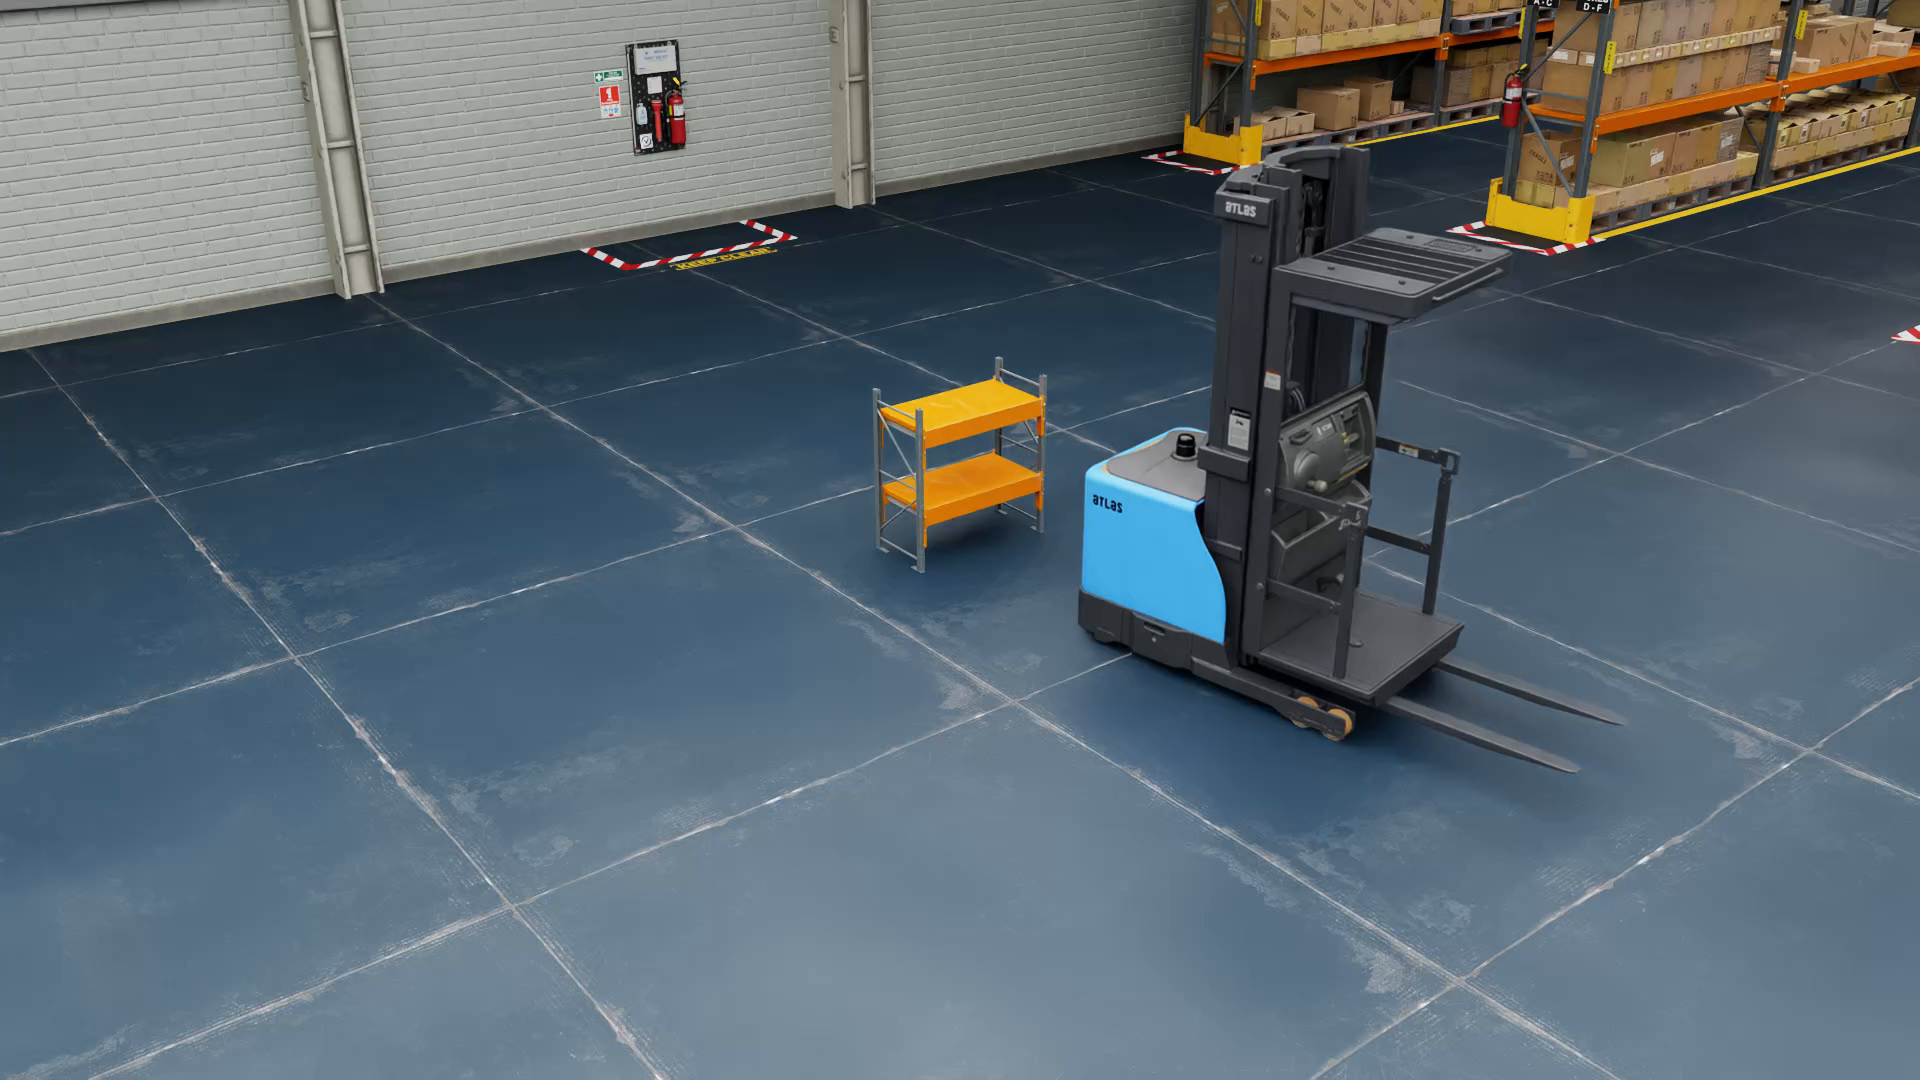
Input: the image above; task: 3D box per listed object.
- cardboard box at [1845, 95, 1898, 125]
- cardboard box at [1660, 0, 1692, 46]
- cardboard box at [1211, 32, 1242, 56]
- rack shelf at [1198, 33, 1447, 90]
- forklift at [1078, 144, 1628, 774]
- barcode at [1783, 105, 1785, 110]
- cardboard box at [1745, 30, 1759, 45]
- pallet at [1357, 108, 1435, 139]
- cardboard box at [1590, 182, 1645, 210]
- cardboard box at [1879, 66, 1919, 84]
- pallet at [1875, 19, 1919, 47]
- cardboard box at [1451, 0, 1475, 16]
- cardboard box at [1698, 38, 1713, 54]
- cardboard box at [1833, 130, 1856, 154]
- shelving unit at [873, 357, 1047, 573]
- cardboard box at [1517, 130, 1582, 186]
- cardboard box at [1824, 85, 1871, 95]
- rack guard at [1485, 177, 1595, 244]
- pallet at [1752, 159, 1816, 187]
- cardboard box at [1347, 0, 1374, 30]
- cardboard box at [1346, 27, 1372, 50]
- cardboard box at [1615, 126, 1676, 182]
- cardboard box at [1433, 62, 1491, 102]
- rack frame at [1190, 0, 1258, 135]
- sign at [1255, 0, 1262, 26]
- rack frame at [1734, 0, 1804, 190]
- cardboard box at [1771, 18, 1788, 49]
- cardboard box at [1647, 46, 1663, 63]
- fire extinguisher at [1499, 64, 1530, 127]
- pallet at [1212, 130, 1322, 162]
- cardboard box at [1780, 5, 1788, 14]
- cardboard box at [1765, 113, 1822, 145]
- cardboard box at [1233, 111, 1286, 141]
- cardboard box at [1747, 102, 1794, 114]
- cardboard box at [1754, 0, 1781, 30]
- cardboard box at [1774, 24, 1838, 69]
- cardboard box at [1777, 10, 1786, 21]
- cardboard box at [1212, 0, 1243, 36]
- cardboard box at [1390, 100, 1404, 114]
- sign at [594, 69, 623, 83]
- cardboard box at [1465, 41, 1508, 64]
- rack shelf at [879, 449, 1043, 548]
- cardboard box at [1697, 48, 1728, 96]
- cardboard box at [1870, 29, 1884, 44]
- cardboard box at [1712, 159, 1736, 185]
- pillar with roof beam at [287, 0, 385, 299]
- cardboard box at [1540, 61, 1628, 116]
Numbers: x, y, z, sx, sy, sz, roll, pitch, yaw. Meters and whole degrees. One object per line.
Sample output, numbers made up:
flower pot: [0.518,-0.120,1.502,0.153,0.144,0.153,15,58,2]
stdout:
cardboard box: [12.136,-5.761,22.201,0.500,0.311,0.500,-19,31,-35]
cardboard box: [7.729,-5.874,18.684,0.500,0.500,0.700,-18,30,-34]
cardboard box: [3.694,-6.607,22.076,0.500,0.250,0.500,-18,30,-33]
rack shelf: [5.020,-6.673,22.920,4.000,0.370,1.077,-18,31,-34]
forklift: [2.142,-0.503,8.853,3.031,2.935,1.130,21,32,37]
barcode: [10.111,-5.308,20.431,0.075,0.075,0.001,-18,31,-34]
cardboard box: [9.171,-5.944,19.606,0.250,0.149,0.380,-19,31,-35]
pallet: [6.087,-6.068,24.074,1.213,0.211,1.003,-18,31,-34]
cardboard box: [7.456,-3.980,19.030,0.500,0.250,0.500,-18,31,-34]
cardboard box: [13.434,-6.661,23.594,0.500,0.250,0.500,-17,30,-32]
pallet: [13.291,-7.030,23.063,1.003,0.211,1.213,-18,31,-34]
cardboard box: [7.015,-7.885,24.035,0.500,0.500,0.700,-18,30,-34]
cardboard box: [8.364,-5.678,19.031,0.250,0.149,0.380,-17,30,-32]
cardboard box: [11.334,-5.244,21.755,0.500,0.250,0.500,-18,30,-33]
shelving unit: [0.005,-0.512,11.017,1.048,1.125,0.538,-18,31,-34]
cardboard box: [6.744,-4.361,18.960,0.500,0.500,0.500,-18,31,-34]
cardboard box: [12.208,-6.077,22.882,0.500,0.311,0.500,-17,30,-32]
rack guard: [6.487,-3.700,18.628,0.348,0.500,1.175,-18,31,-34]
pallet: [10.209,-4.818,21.381,1.213,0.211,1.003,-18,31,-34]
cardboard box: [5.212,-7.181,22.423,0.500,0.500,0.500,-17,30,-32]
cardboard box: [5.230,-6.843,22.586,0.500,0.250,0.500,-18,30,-34]
cardboard box: [7.843,-4.454,19.159,0.500,0.500,0.500,-18,31,-34]
cardboard box: [7.538,-6.932,25.070,0.500,0.500,0.700,-19,31,-35]
rack frame: [3.446,-6.480,21.649,0.127,3.000,1.000,-18,31,-34]
sign: [3.781,-6.693,21.080,0.005,0.325,0.100,-18,31,-34]
rack frame: [9.653,-5.879,20.354,0.127,3.000,1.000,-18,31,-34]
cardboard box: [14.344,-9.076,29.713,0.500,0.500,0.700,-17,30,-33]
cardboard box: [7.551,-5.409,18.452,0.250,0.149,0.380,-19,31,-35]
fire extinguisher: [6.126,-4.928,18.397,0.183,0.674,0.296,-18,31,-34]
pallet: [4.167,-5.434,22.708,1.213,0.211,1.003,-18,31,-34]
cardboard box: [14.728,-9.608,30.089,0.250,0.149,0.380,-18,30,-33]
cardboard box: [10.530,-5.230,21.056,0.500,0.311,0.500,-19,31,-35]
cardboard box: [4.046,-5.610,22.445,0.500,0.311,0.500,-23,33,-40]
cardboard box: [10.595,-5.543,21.731,0.500,0.311,0.500,-18,31,-34]
cardboard box: [9.308,-6.395,19.807,0.500,0.500,0.700,-18,30,-34]
cardboard box: [10.682,-6.255,21.046,0.500,0.500,0.500,-16,29,-30]
cardboard box: [14.334,-9.272,29.366,0.250,0.149,0.380,-19,31,-35]
cardboard box: [3.686,-6.954,21.934,0.500,0.500,0.500,-19,31,-35]
cardboard box: [6.191,-6.284,24.071,0.380,0.166,0.250,22,33,39]
sign: [-3.716,-4.906,17.585,0.331,0.109,0.001,-18,31,-34]
cardboard box: [7.914,-7.373,25.130,0.500,0.250,0.500,-19,31,-35]
rack shelf: [0.005,-0.290,11.120,1.000,0.278,0.538,-18,31,-34]
cardboard box: [8.500,-5.539,19.502,0.500,0.500,0.700,-18,30,-33]
cardboard box: [11.978,-6.709,22.249,0.500,0.311,0.500,-19,31,-35]
cardboard box: [9.024,-4.503,20.156,0.500,0.250,0.500,-18,31,-34]
pillar with roof beam: [-3.323,-5.126,11.606,0.400,9.000,9.100,-18,31,-34]
cardboard box: [6.881,-5.002,18.346,0.500,0.500,0.700,-18,31,-34]
